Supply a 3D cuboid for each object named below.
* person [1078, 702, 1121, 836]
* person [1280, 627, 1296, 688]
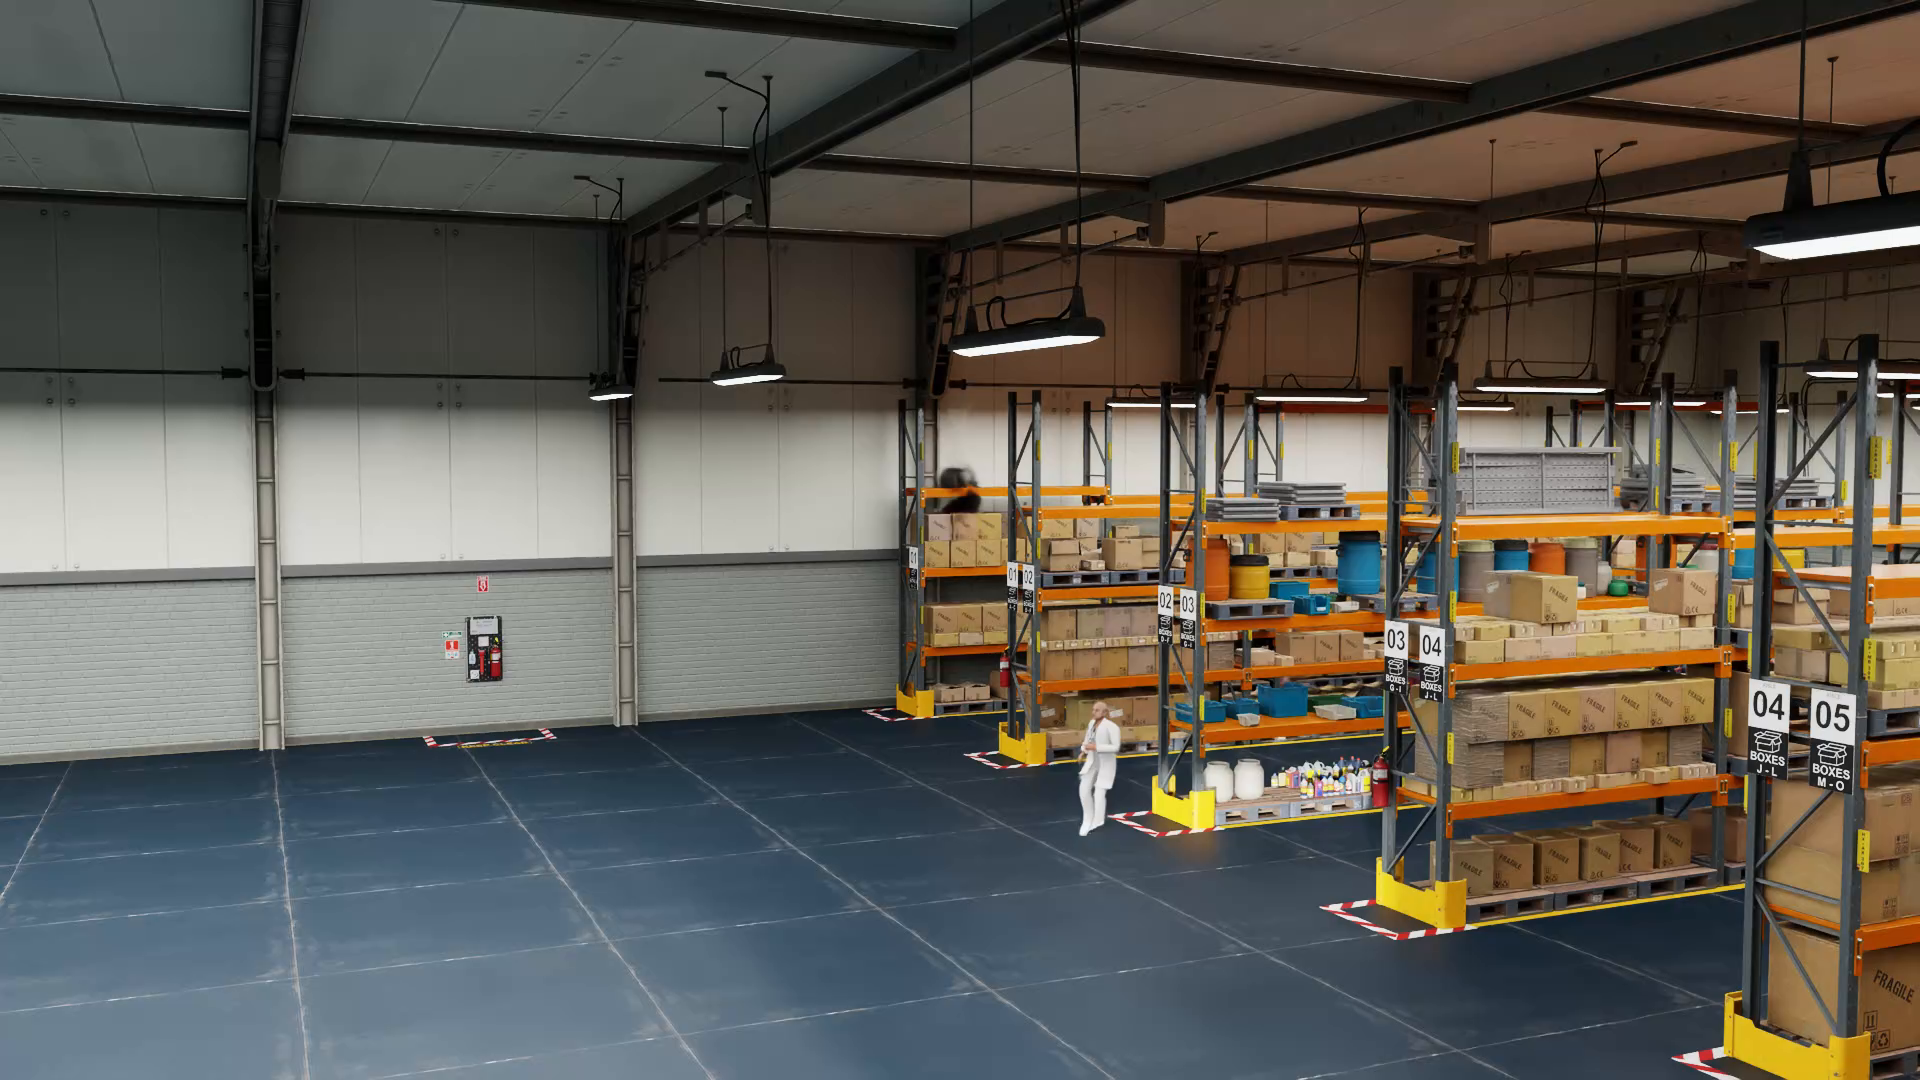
[{"bbox_3d":[1.820,3.001,21.920,0.740,1.758,0.706,2,4,30],"label":"person"},{"bbox_3d":[6.335,2.481,32.081,0.562,1.633,0.574,-2,4,-32],"label":"person"}]
